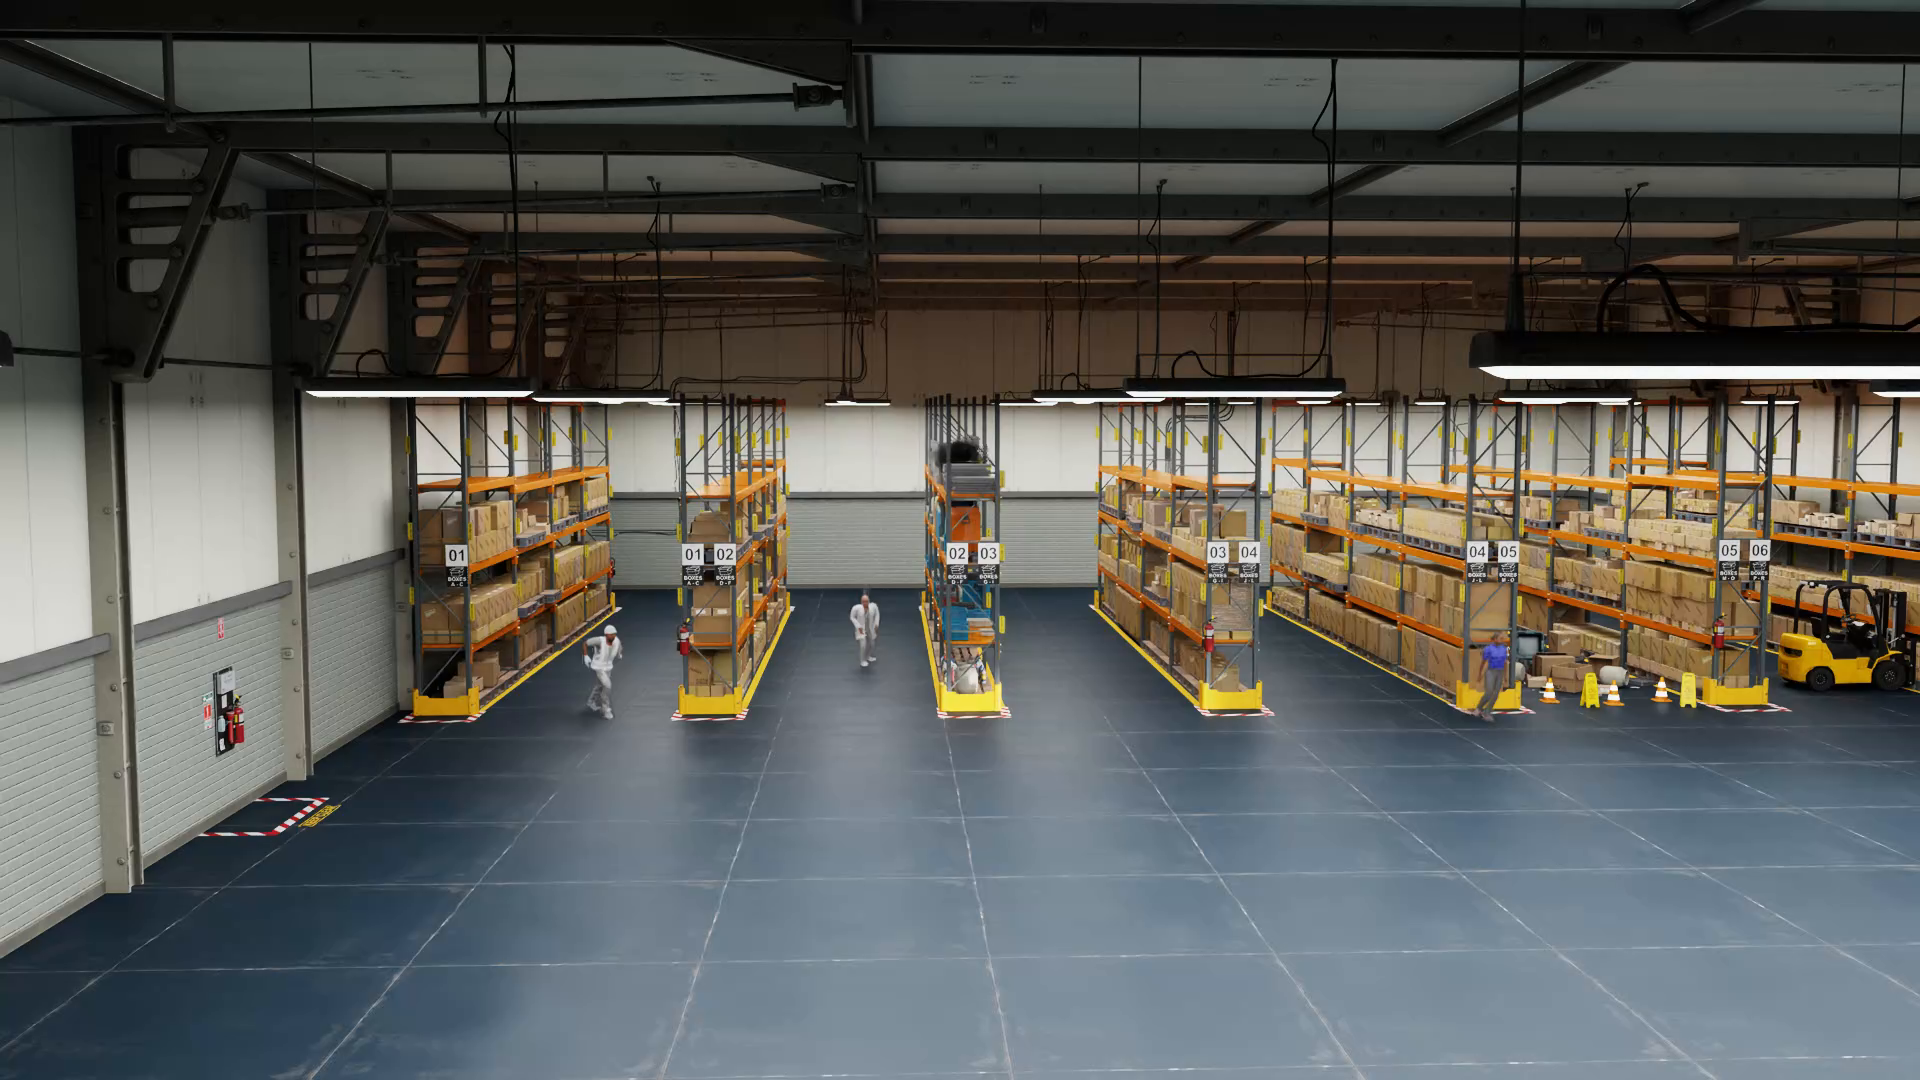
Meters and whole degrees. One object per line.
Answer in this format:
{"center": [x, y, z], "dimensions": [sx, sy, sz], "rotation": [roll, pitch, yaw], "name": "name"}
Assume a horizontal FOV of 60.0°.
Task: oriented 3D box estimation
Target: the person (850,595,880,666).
{"center": [-2.117, 2.049, 36.975], "dimensions": [0.717, 1.514, 0.880], "rotation": [-2, 5, -22], "name": "person"}

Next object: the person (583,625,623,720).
{"center": [-6.670, 2.436, 30.917], "dimensions": [0.972, 1.758, 0.726], "rotation": [4, 6, 43], "name": "person"}

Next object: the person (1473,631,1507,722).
{"center": [9.714, 2.498, 30.473], "dimensions": [0.587, 1.675, 0.446], "rotation": [-2, 5, -19], "name": "person"}
